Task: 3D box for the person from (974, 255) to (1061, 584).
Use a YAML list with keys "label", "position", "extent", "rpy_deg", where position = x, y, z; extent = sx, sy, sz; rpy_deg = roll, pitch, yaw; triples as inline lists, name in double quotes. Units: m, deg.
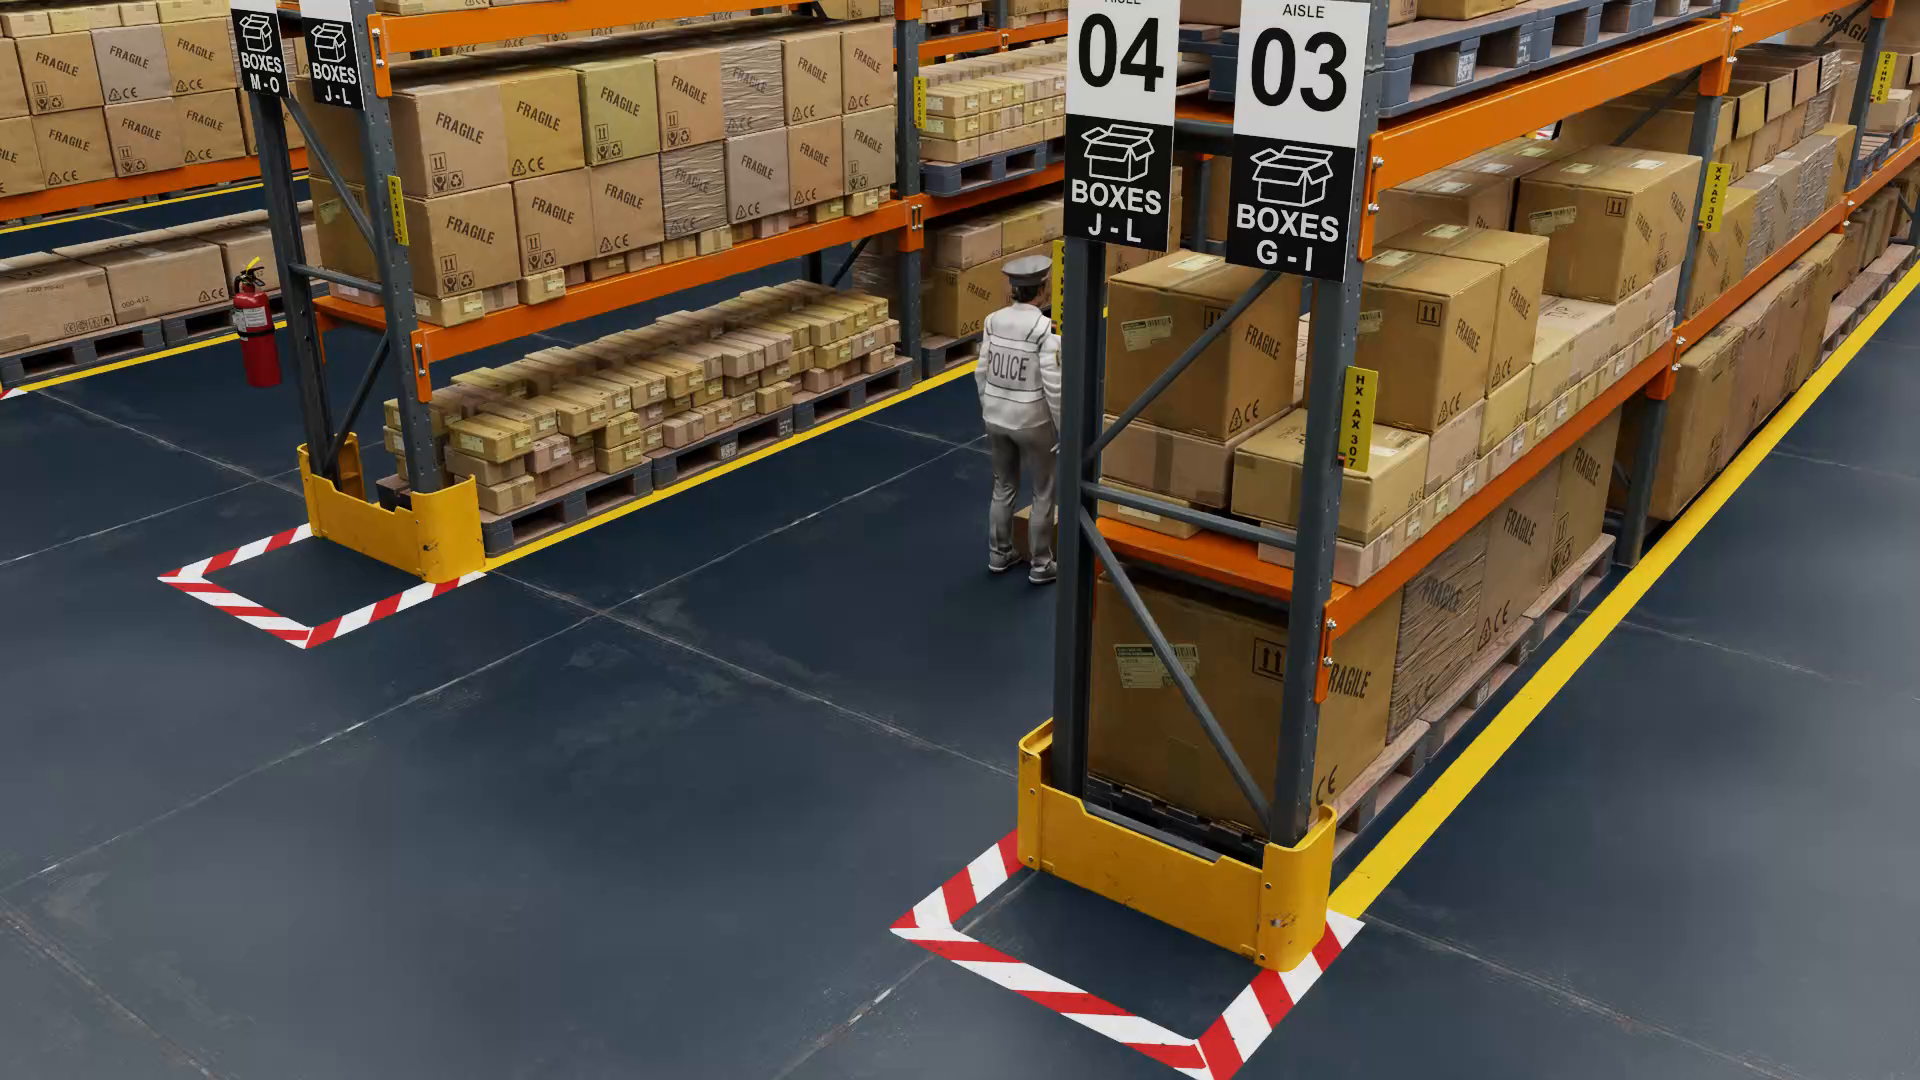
- label: "person"
  position: [0.320, -0.598, 8.458]
  extent: [0.529, 1.663, 0.372]
  rpy_deg: [17, 29, 34]
